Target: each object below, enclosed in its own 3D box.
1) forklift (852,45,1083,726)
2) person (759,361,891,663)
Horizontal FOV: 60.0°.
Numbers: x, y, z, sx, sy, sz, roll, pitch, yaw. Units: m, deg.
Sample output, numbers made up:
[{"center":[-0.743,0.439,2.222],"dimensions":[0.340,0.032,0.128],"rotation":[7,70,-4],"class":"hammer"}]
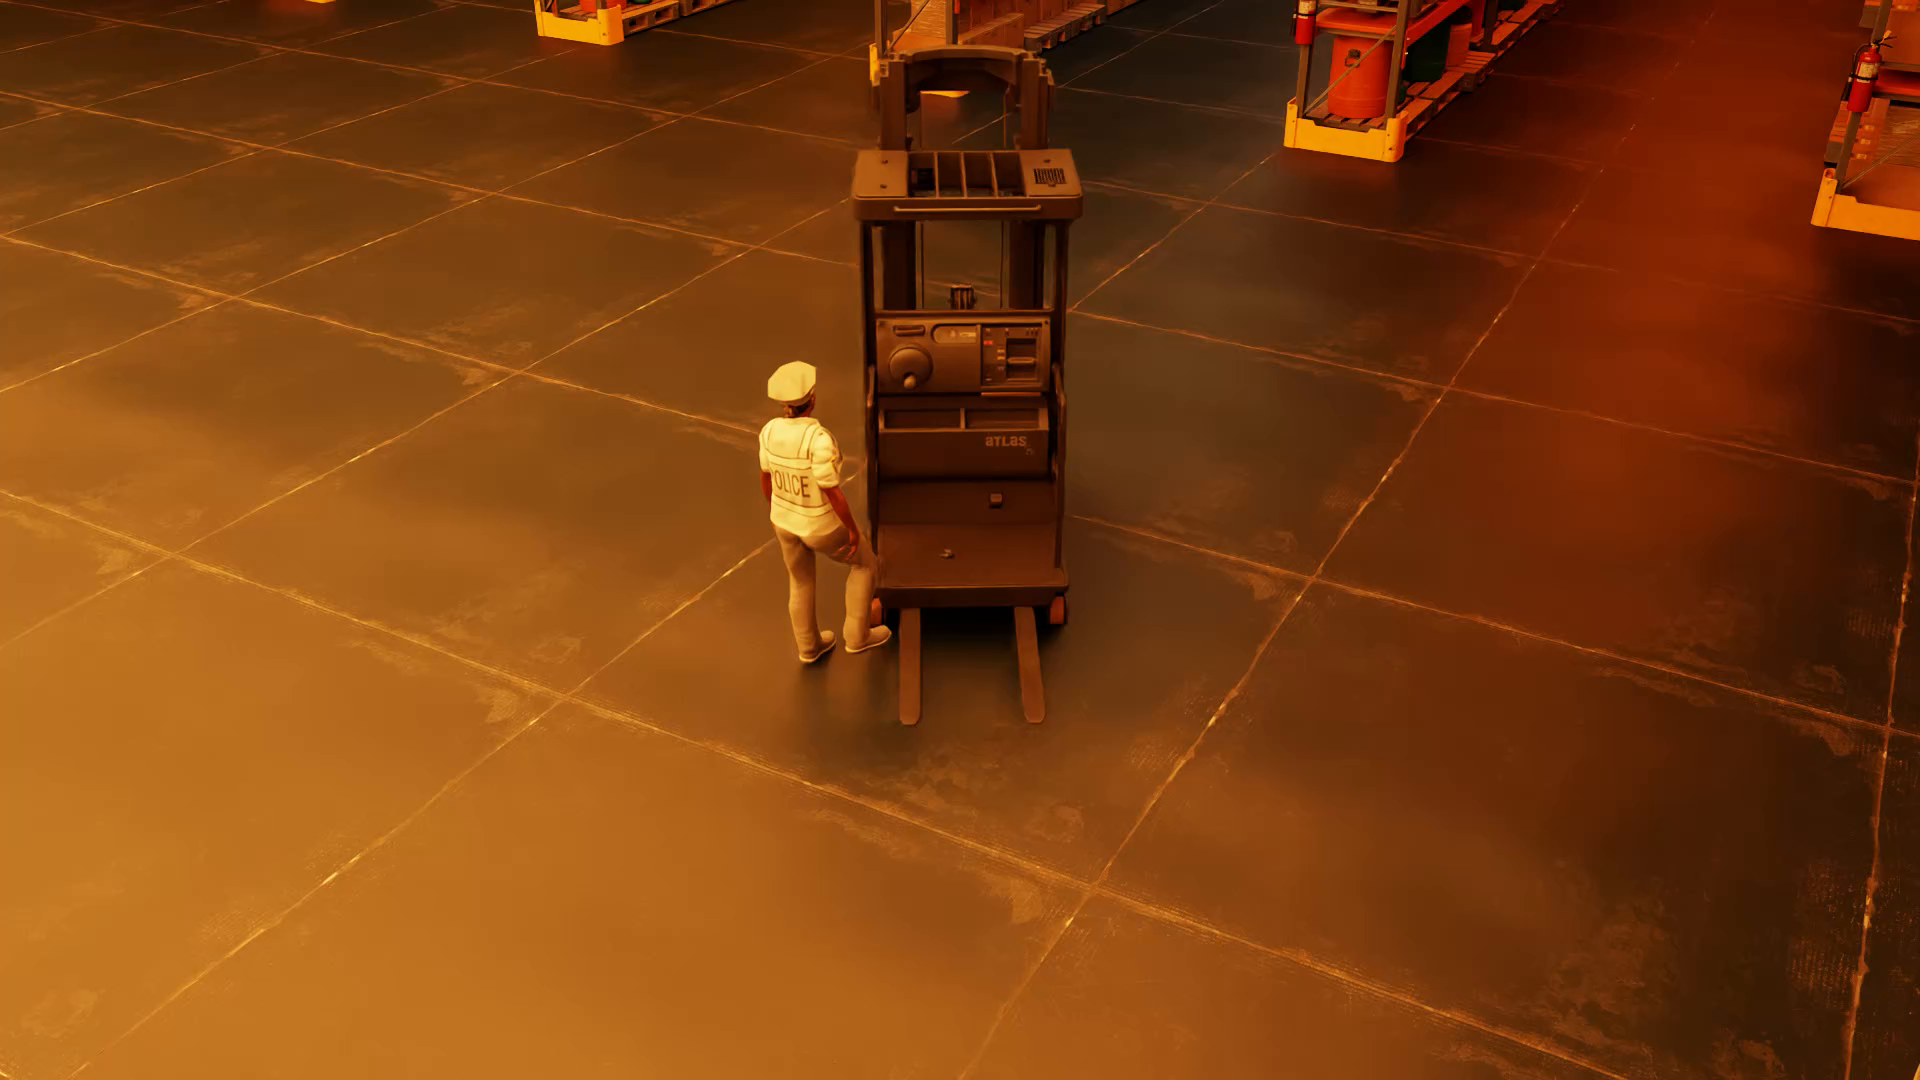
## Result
[{"center":[0.027,-0.946,8.711],"dimensions":[1.130,2.935,3.031],"rotation":[-1,30,-1],"class":"forklift"},{"center":[-0.713,-0.118,8.452],"dimensions":[0.566,1.696,0.496],"rotation":[18,34,28],"class":"person"}]
